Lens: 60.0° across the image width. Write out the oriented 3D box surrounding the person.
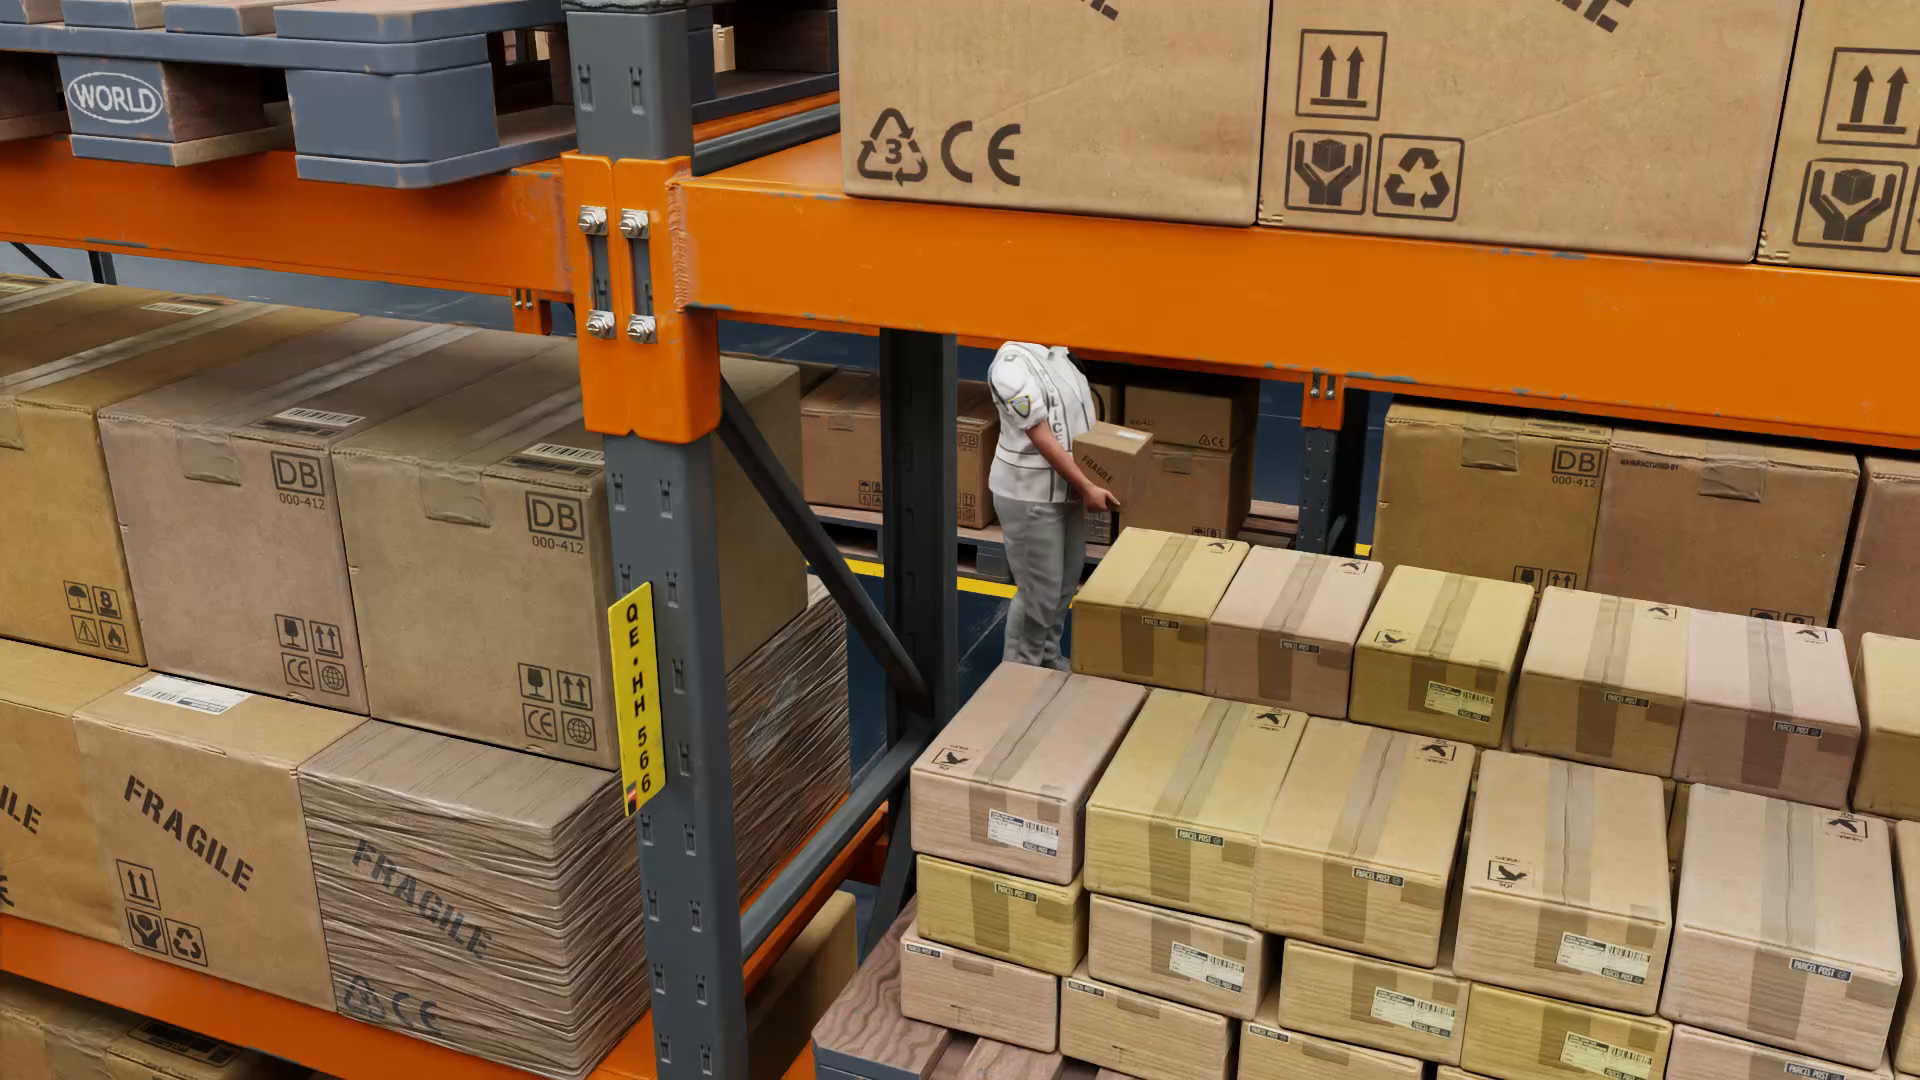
[{"bbox_3d":[0.404,-0.195,6.542,0.566,1.762,0.494,9,24,21],"label":"person"}]
